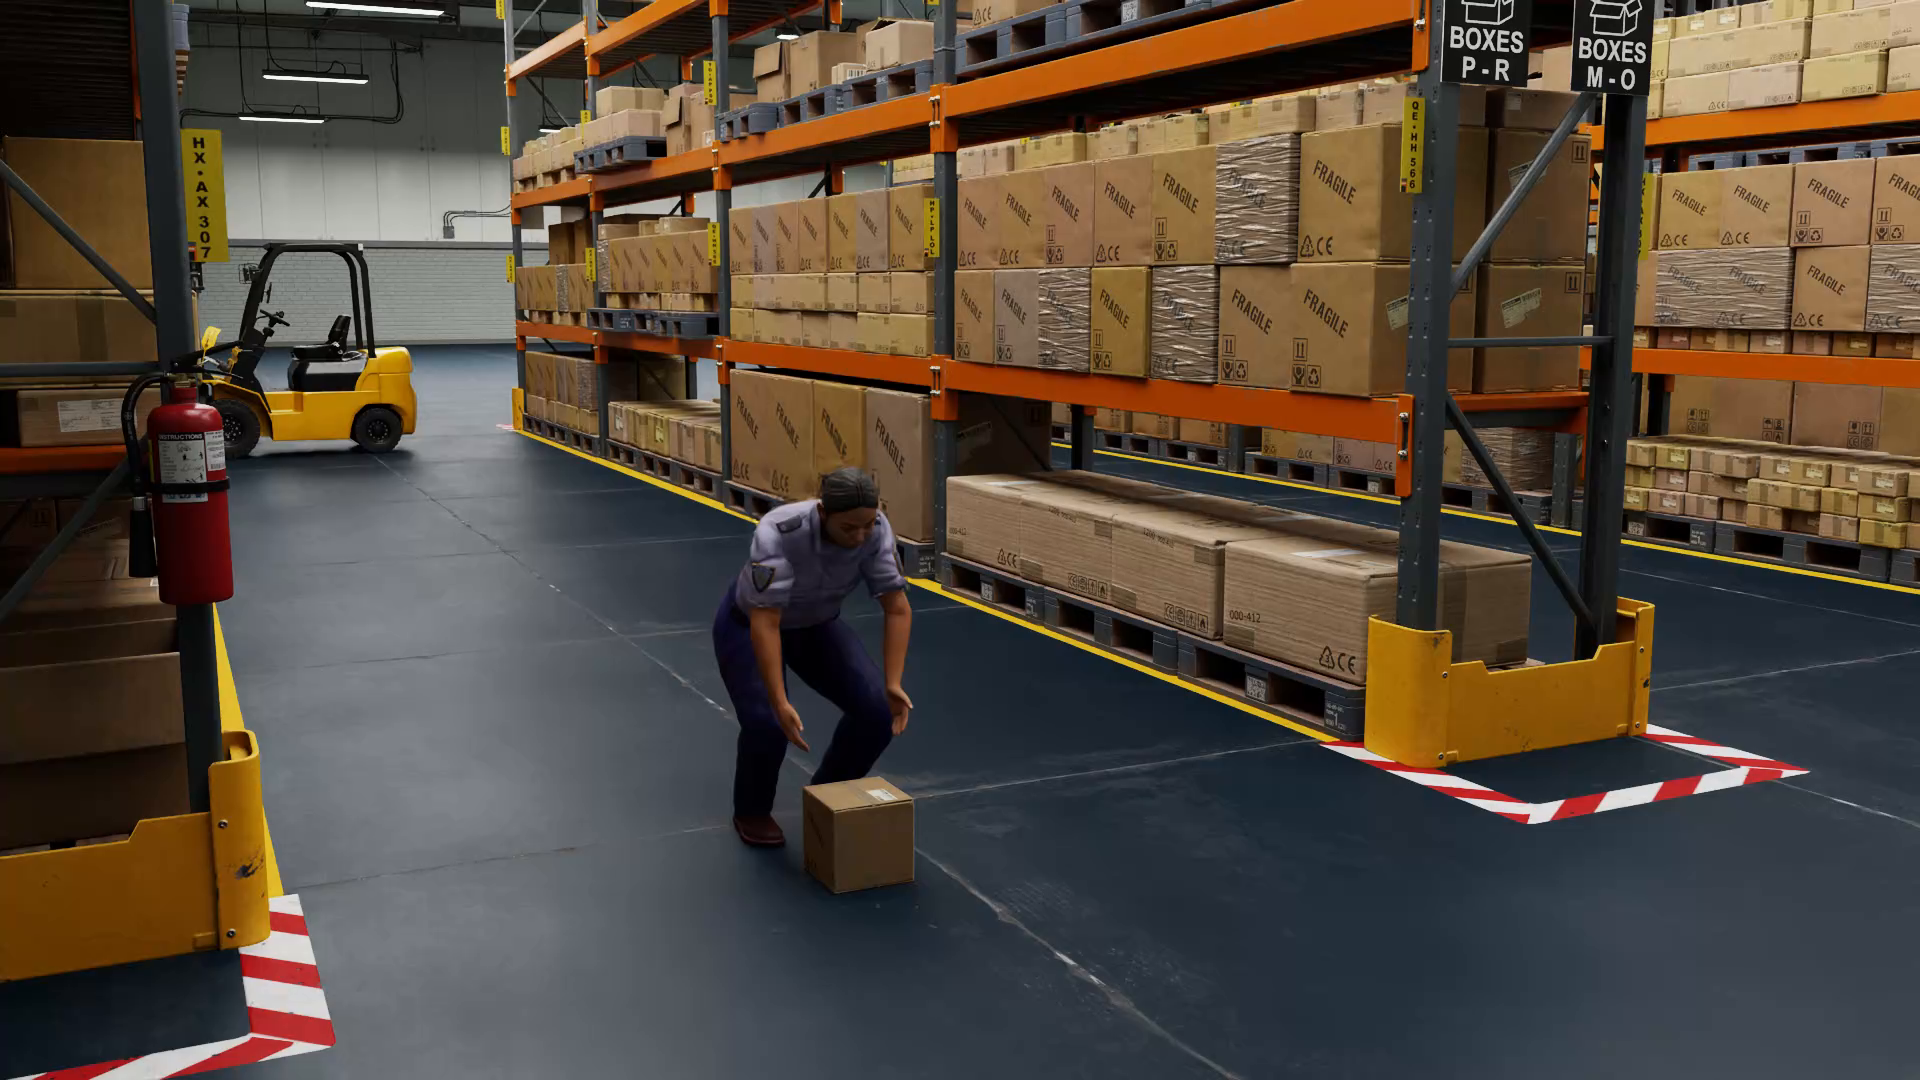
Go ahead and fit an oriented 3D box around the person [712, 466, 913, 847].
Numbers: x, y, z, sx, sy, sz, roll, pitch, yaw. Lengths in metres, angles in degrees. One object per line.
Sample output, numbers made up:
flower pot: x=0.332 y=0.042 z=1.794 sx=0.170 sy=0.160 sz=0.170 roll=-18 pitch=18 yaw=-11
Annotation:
person: x=-0.457 y=0.340 z=5.180 sx=0.539 sy=1.198 sz=0.742 roll=-4 pitch=10 yaw=-26
